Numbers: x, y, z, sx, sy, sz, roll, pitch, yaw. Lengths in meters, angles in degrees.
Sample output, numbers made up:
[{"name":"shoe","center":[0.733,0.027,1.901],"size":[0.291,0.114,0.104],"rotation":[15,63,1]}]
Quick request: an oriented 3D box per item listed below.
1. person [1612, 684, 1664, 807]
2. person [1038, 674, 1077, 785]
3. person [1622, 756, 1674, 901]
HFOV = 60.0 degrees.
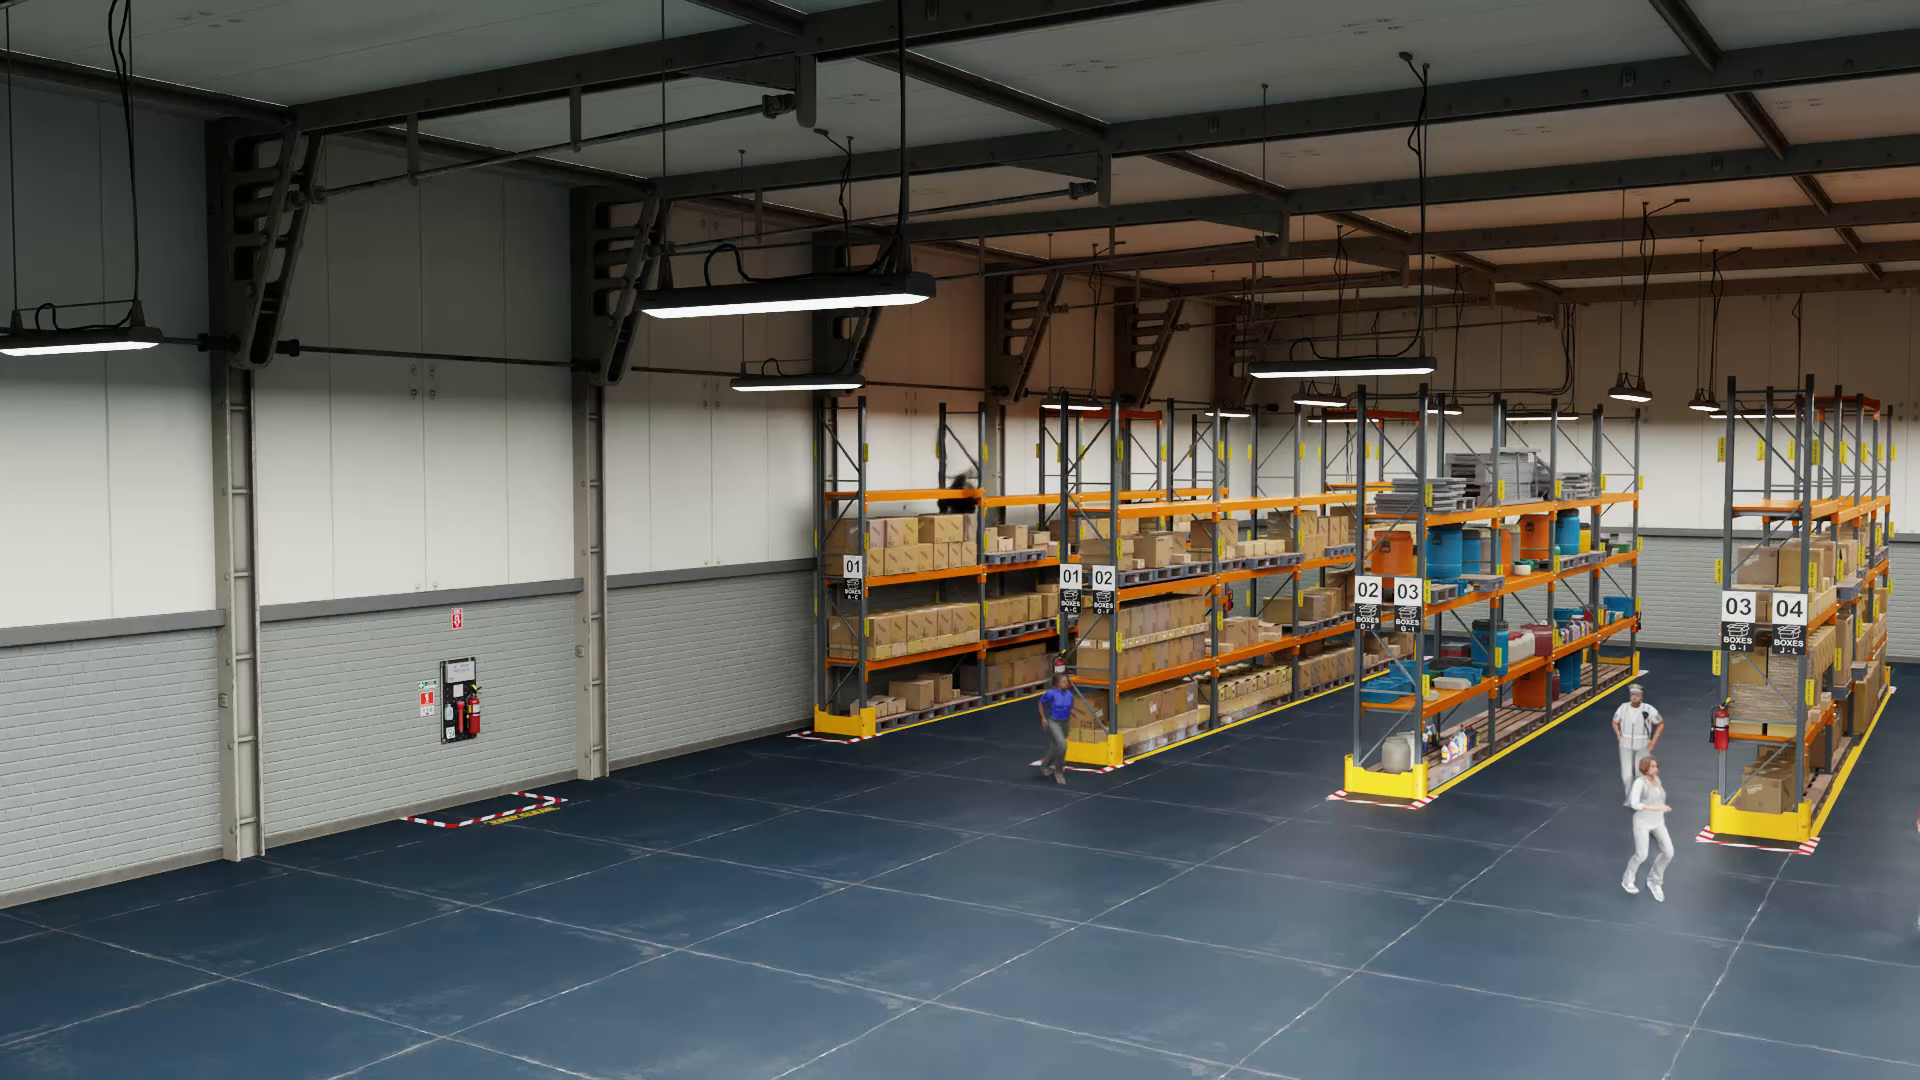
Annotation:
[{"name":"person","center":[9.492,2.891,23.365],"size":[0.677,1.743,0.576],"rotation":[2,4,33]},{"name":"person","center":[1.488,2.877,25.312],"size":[0.486,1.674,0.851],"rotation":[-2,4,-39]},{"name":"person","center":[7.704,3.223,18.605],"size":[0.579,1.626,0.658],"rotation":[-1,3,-25]}]
